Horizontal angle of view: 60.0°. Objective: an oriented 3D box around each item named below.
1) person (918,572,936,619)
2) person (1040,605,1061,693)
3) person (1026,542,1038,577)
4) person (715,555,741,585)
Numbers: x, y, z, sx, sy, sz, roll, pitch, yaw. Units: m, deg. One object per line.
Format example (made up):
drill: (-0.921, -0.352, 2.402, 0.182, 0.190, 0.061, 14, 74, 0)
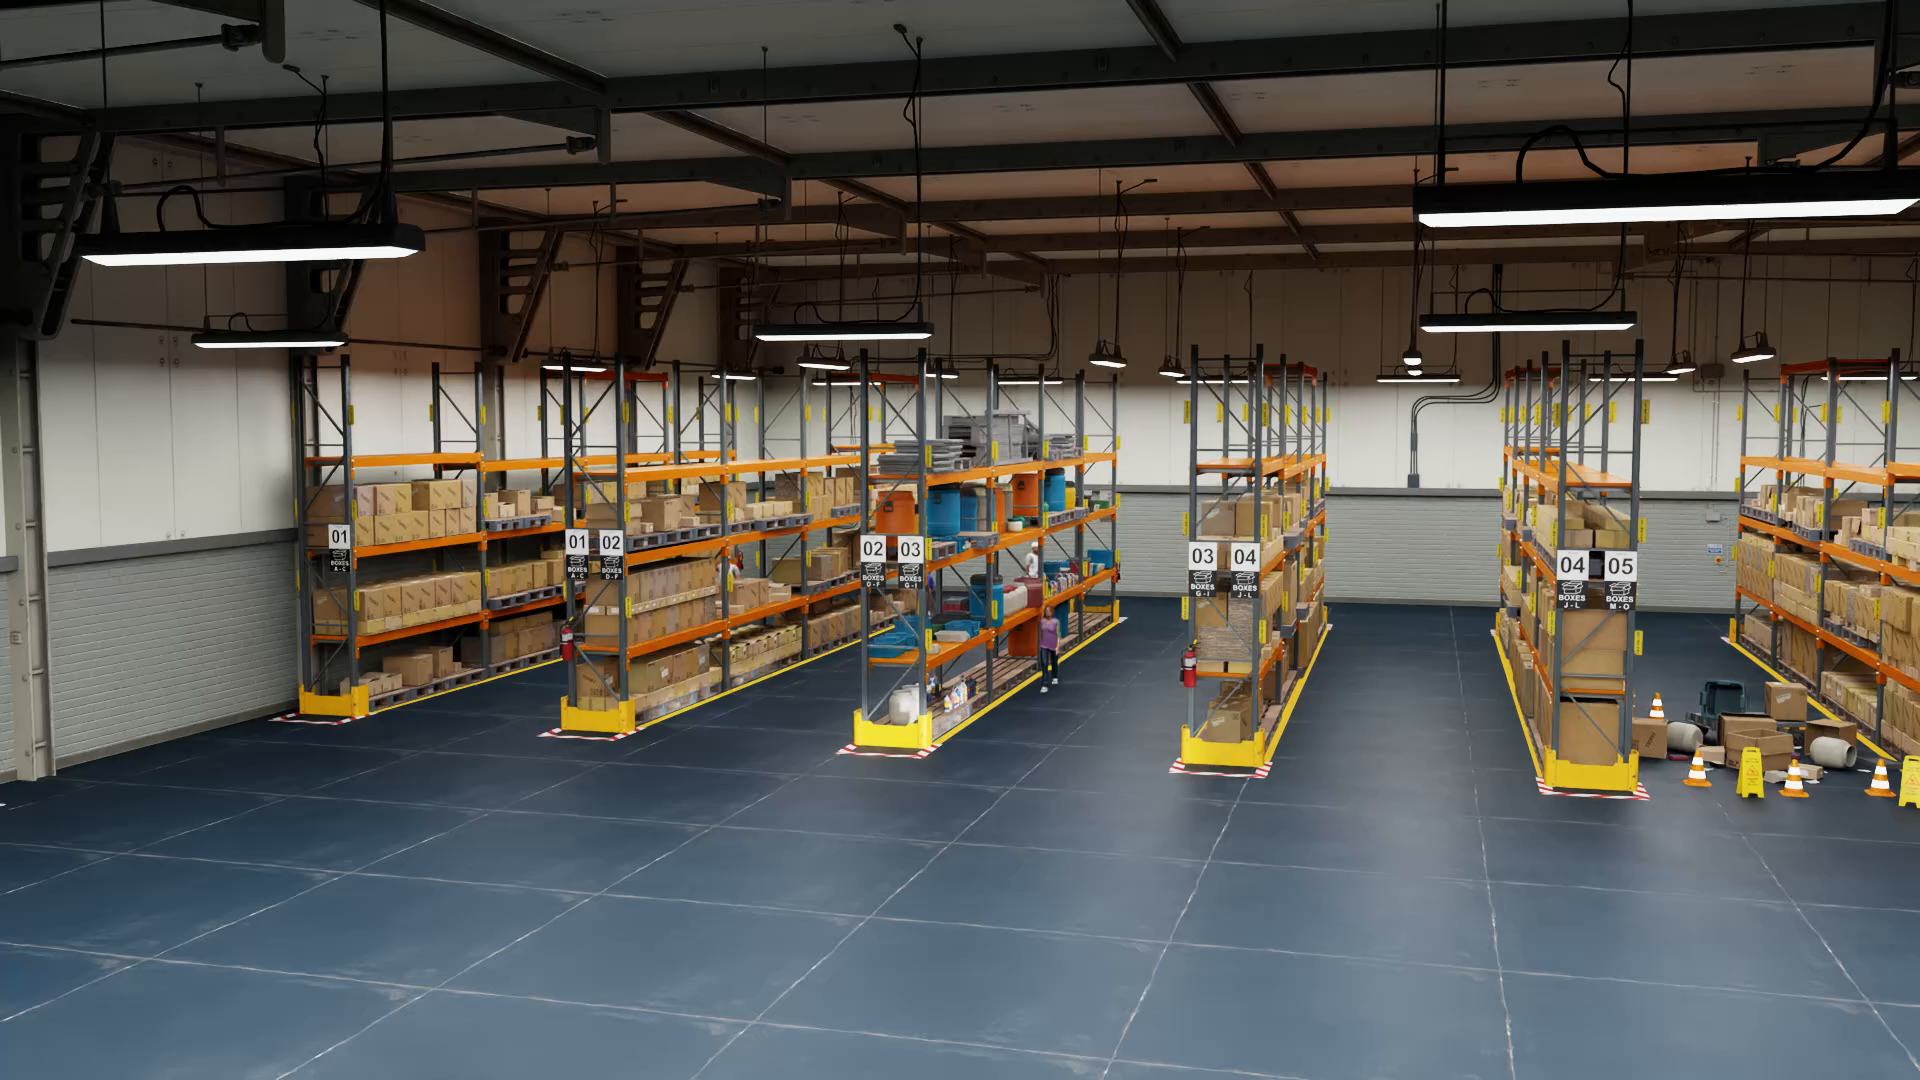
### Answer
person: (-0.790, 1.353, 37.749, 0.426, 1.646, 0.517, -3, 5, -31)
person: (1.643, 1.953, 30.216, 0.410, 1.530, 1.009, 1, 4, 7)
person: (1.884, 0.918, 42.723, 0.912, 1.758, 0.531, 2, 5, 30)
person: (-5.541, 1.181, 39.482, 0.709, 1.780, 0.966, 0, 4, 3)
